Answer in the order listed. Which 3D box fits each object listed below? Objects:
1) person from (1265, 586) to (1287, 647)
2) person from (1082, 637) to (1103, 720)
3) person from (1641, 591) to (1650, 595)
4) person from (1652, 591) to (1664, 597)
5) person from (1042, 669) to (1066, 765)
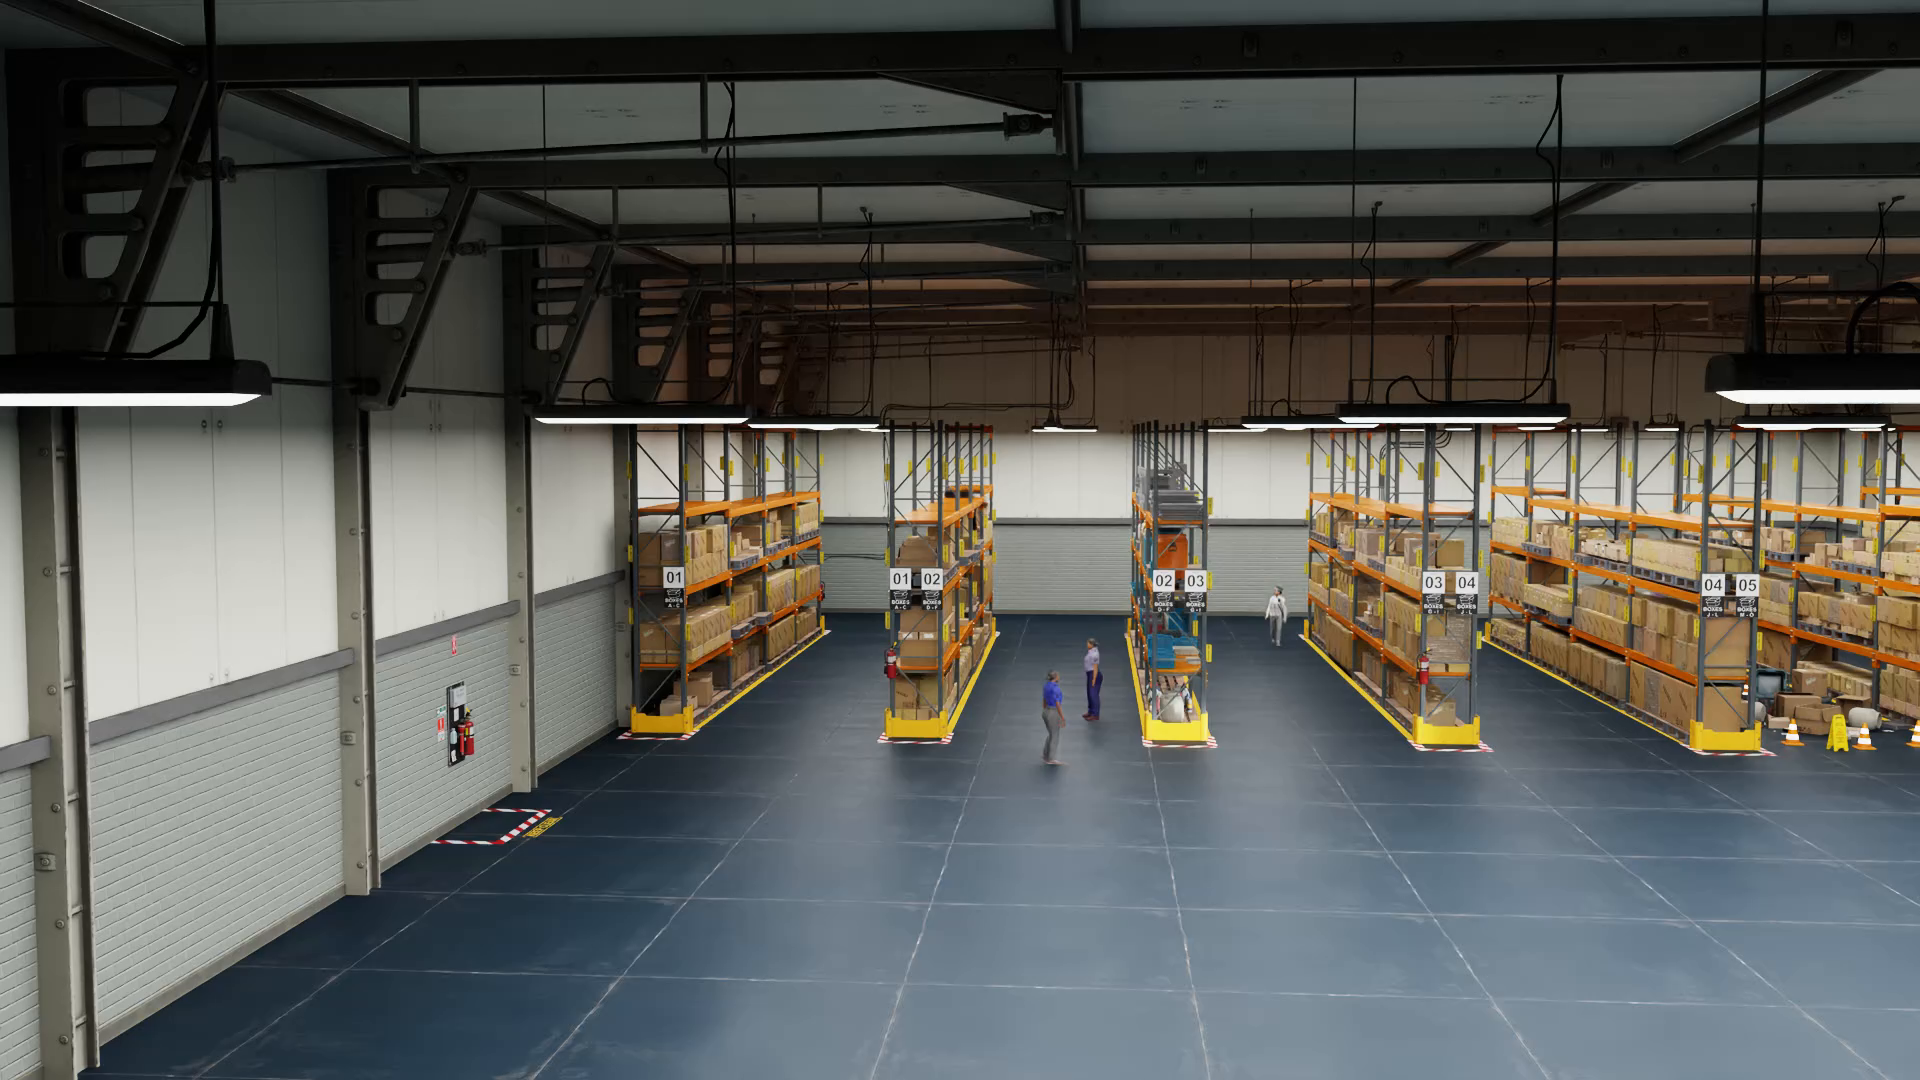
[{"bbox_3d":[8.563,2.050,45.020,0.576,1.644,0.962,1,4,10],"label":"person"},{"bbox_3d":[2.666,2.777,33.434,0.411,1.653,0.520,0,4,0],"label":"person"},{"bbox_3d":[17.183,2.184,41.822,0.639,1.824,0.596,0,4,-7],"label":"person"},{"bbox_3d":[20.302,1.872,48.229,0.616,1.574,0.426,-1,4,-13],"label":"person"},{"bbox_3d":[1.633,3.098,28.895,0.354,1.706,0.544,-1,4,-21],"label":"person"}]
